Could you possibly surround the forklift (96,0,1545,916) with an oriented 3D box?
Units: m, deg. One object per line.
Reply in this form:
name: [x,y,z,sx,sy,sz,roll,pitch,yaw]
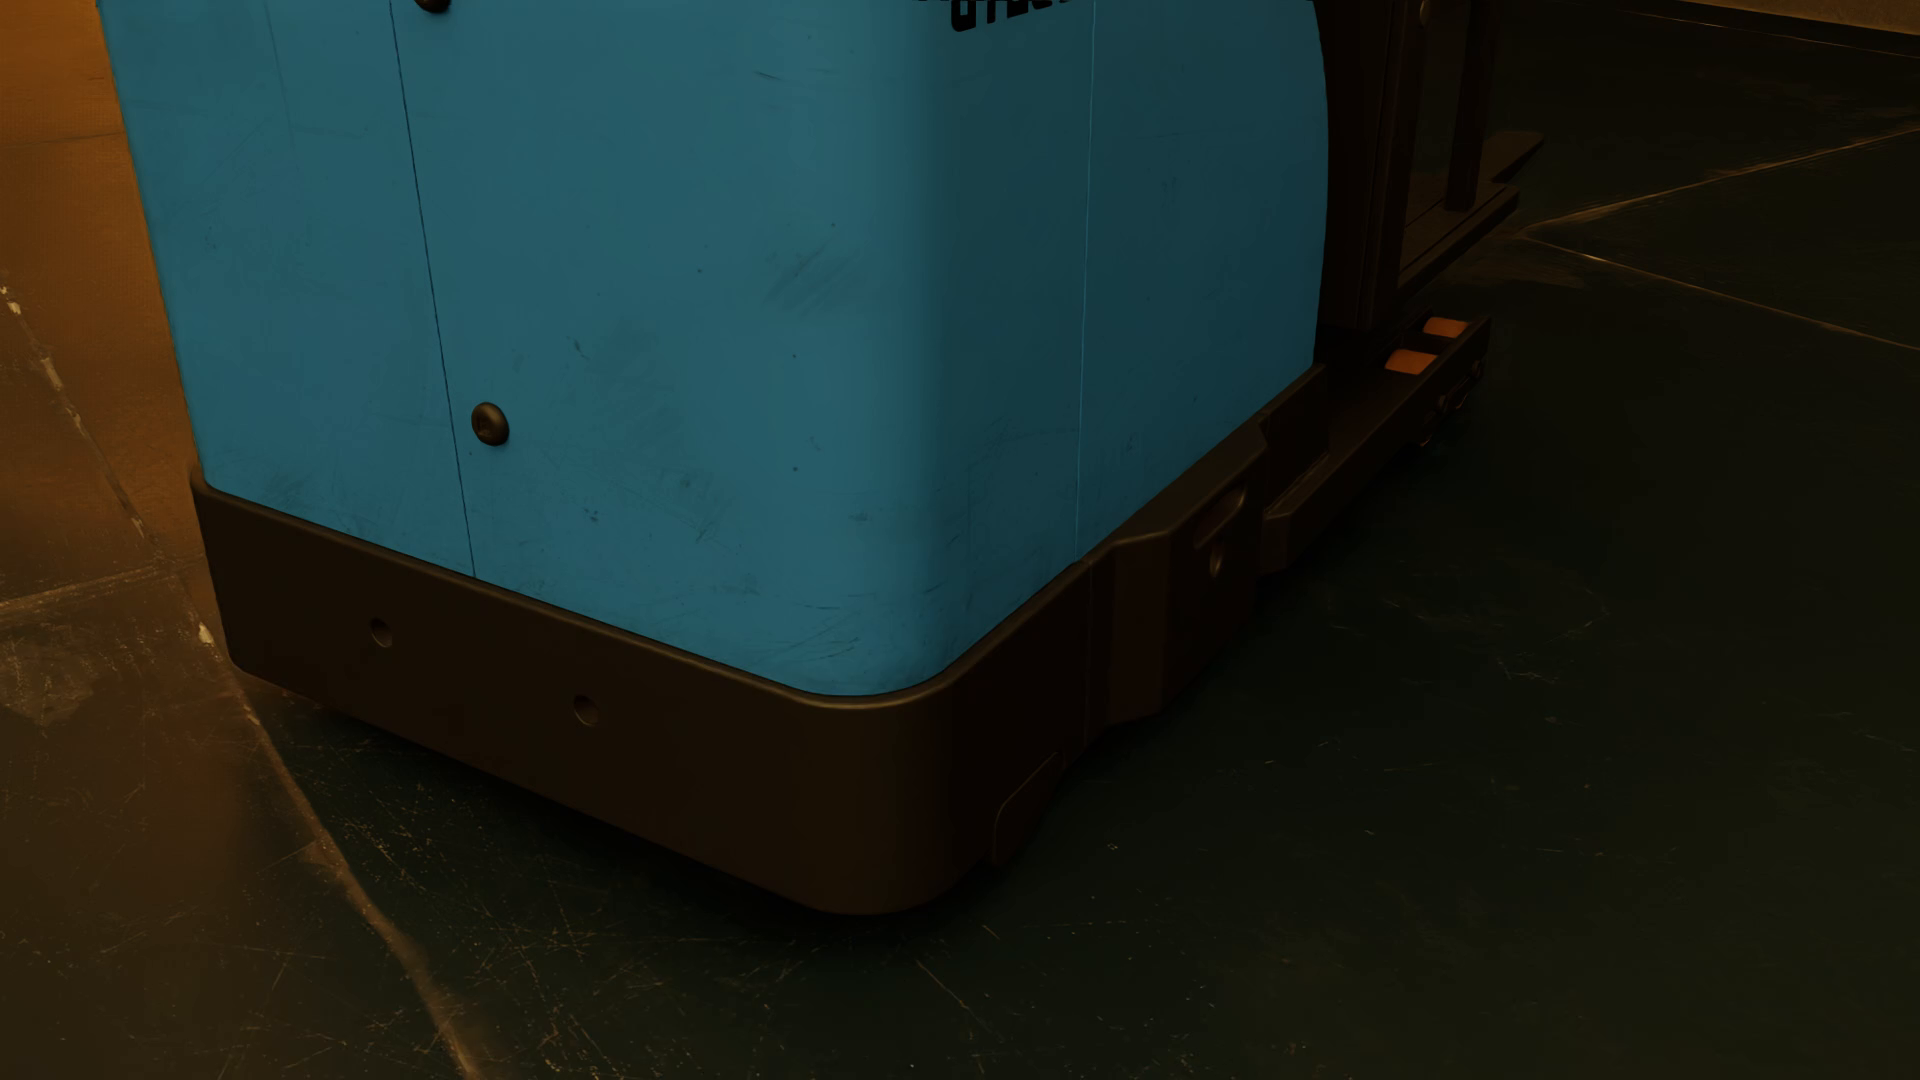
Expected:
forklift: [0.286,-1.564,2.348,1.130,2.935,3.031,15,30,28]
